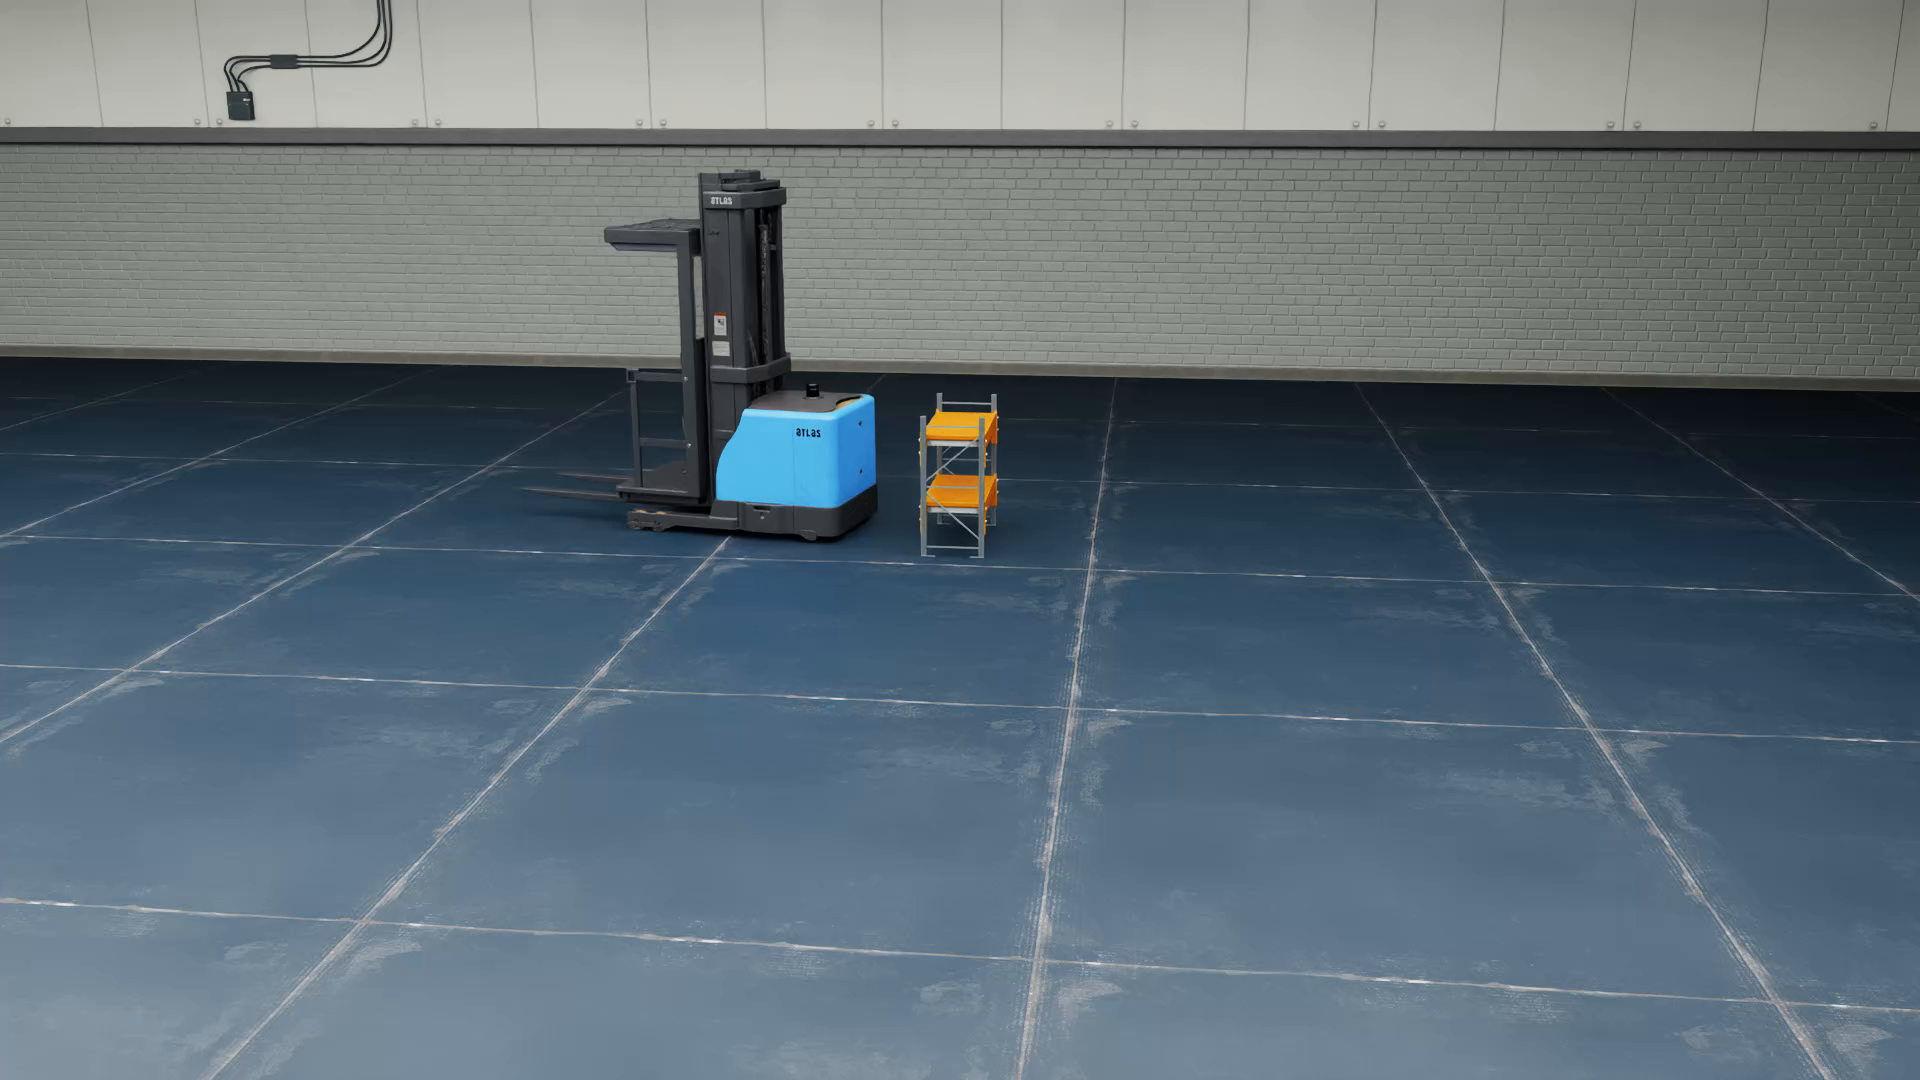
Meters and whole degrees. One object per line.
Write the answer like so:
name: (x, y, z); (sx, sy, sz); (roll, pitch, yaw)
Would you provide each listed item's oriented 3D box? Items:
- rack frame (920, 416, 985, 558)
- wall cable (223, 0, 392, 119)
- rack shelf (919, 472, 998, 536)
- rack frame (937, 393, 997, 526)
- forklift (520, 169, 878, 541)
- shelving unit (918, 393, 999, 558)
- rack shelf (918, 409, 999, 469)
rack frame: (-0.058, -0.409, 13.021); (0.500, 1.125, 0.032); (2, 15, 6)
wall cable: (-8.427, -8.383, 20.909); (2.305, 6.003, 0.169); (2, 15, 6)
rack shelf: (-0.001, -0.305, 13.573); (0.538, 0.278, 1.000); (2, 15, 6)
rack frame: (0.057, -0.673, 13.996); (0.500, 1.125, 0.032); (2, 15, 6)
forklift: (-2.285, -1.611, 14.006); (3.031, 2.935, 1.130); (5, 16, 17)
shelving unit: (-0.001, -0.541, 13.509); (0.538, 1.125, 1.048); (2, 15, 6)
rack shelf: (-0.001, -0.824, 13.432); (0.538, 0.278, 1.000); (2, 15, 6)
